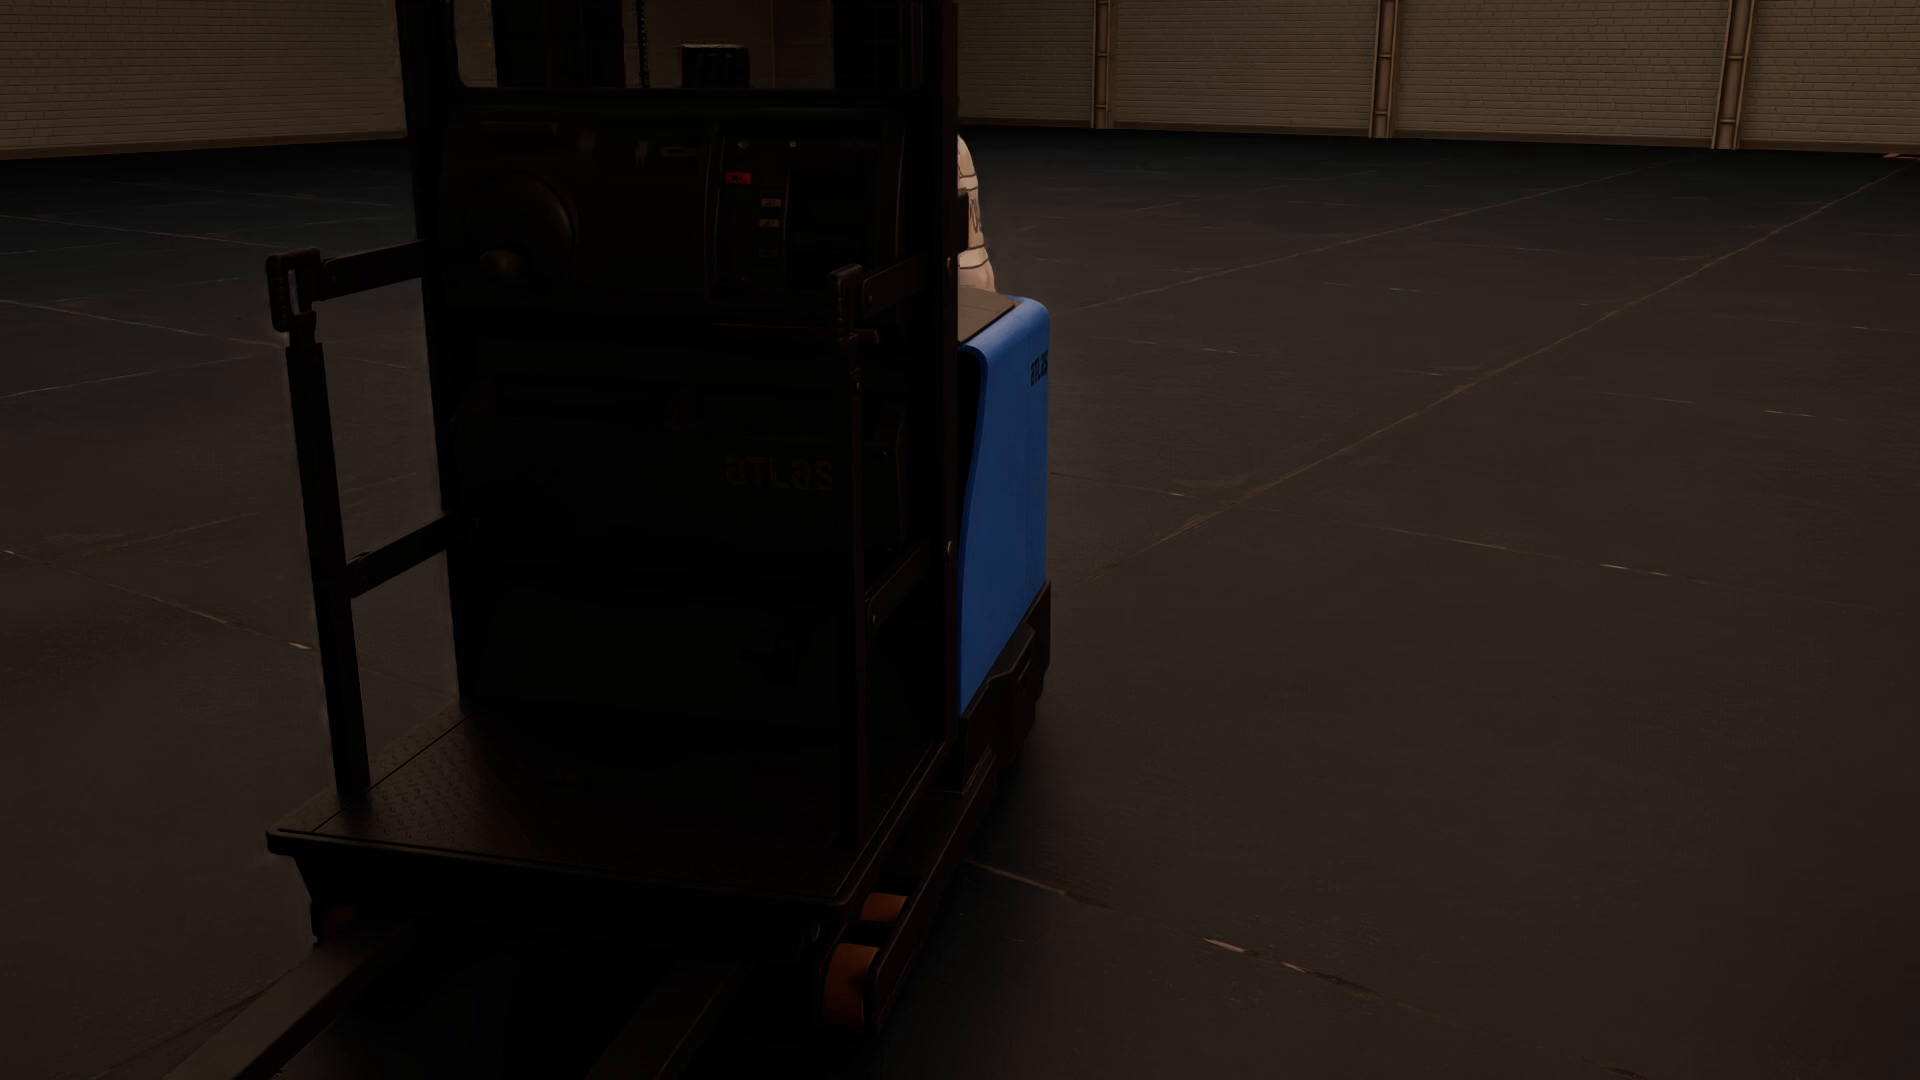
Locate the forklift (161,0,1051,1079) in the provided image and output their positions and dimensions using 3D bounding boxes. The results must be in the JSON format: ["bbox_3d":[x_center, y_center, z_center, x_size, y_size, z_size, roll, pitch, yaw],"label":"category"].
[{"bbox_3d":[-0.602,-0.635,2.956,1.130,2.935,3.031,4,17,13],"label":"forklift"}]

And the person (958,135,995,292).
[{"bbox_3d":[-0.160,-0.785,5.719,0.557,1.641,0.605,3,17,8],"label":"person"}]
